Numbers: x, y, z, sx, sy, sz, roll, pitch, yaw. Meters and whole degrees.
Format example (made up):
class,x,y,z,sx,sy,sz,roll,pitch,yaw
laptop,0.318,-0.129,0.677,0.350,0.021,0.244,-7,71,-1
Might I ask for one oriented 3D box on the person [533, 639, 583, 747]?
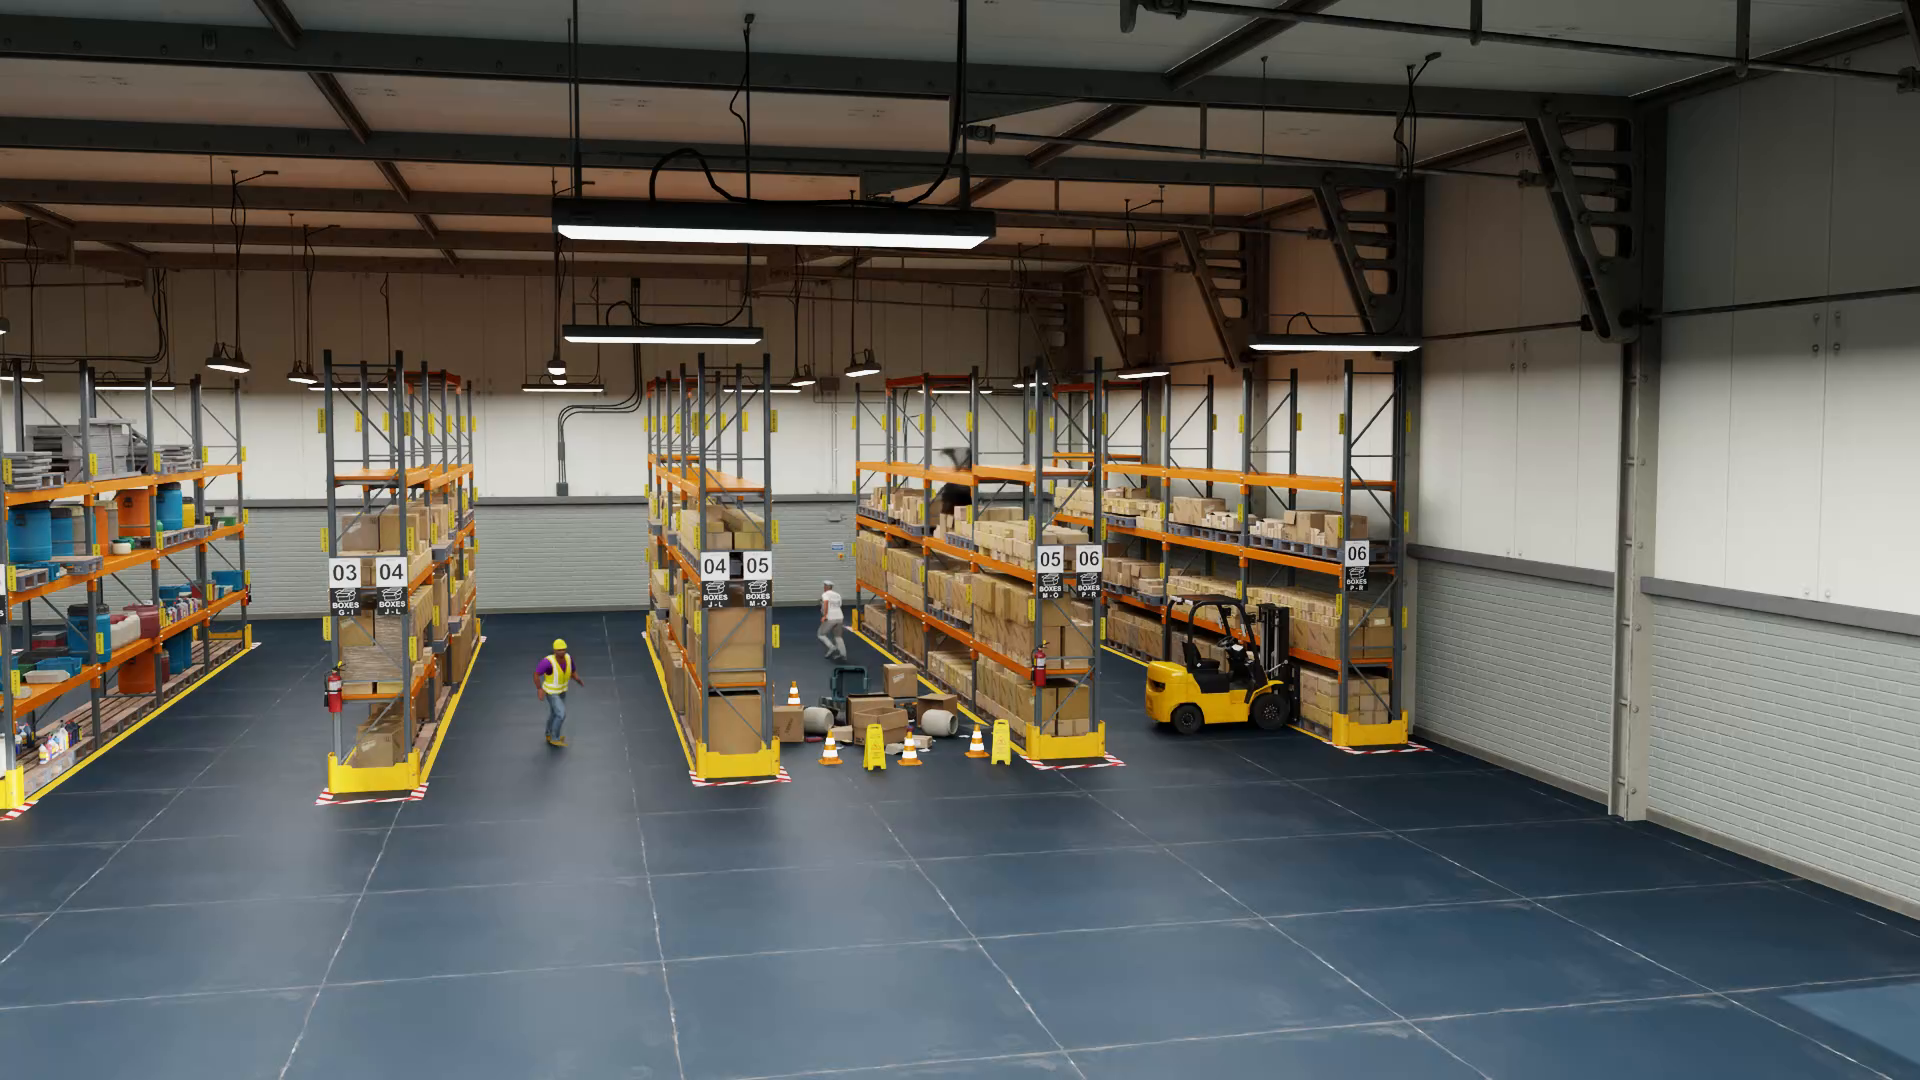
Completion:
class,x,y,z,sx,sy,sz,roll,pitch,yaw
person,-6.255,2.381,25.923,0.848,1.719,0.698,2,4,25

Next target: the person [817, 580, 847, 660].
class,x,y,z,sx,sy,sz,roll,pitch,yaw
person,-2.755,1.698,35.446,0.674,1.650,0.907,-4,5,-42
